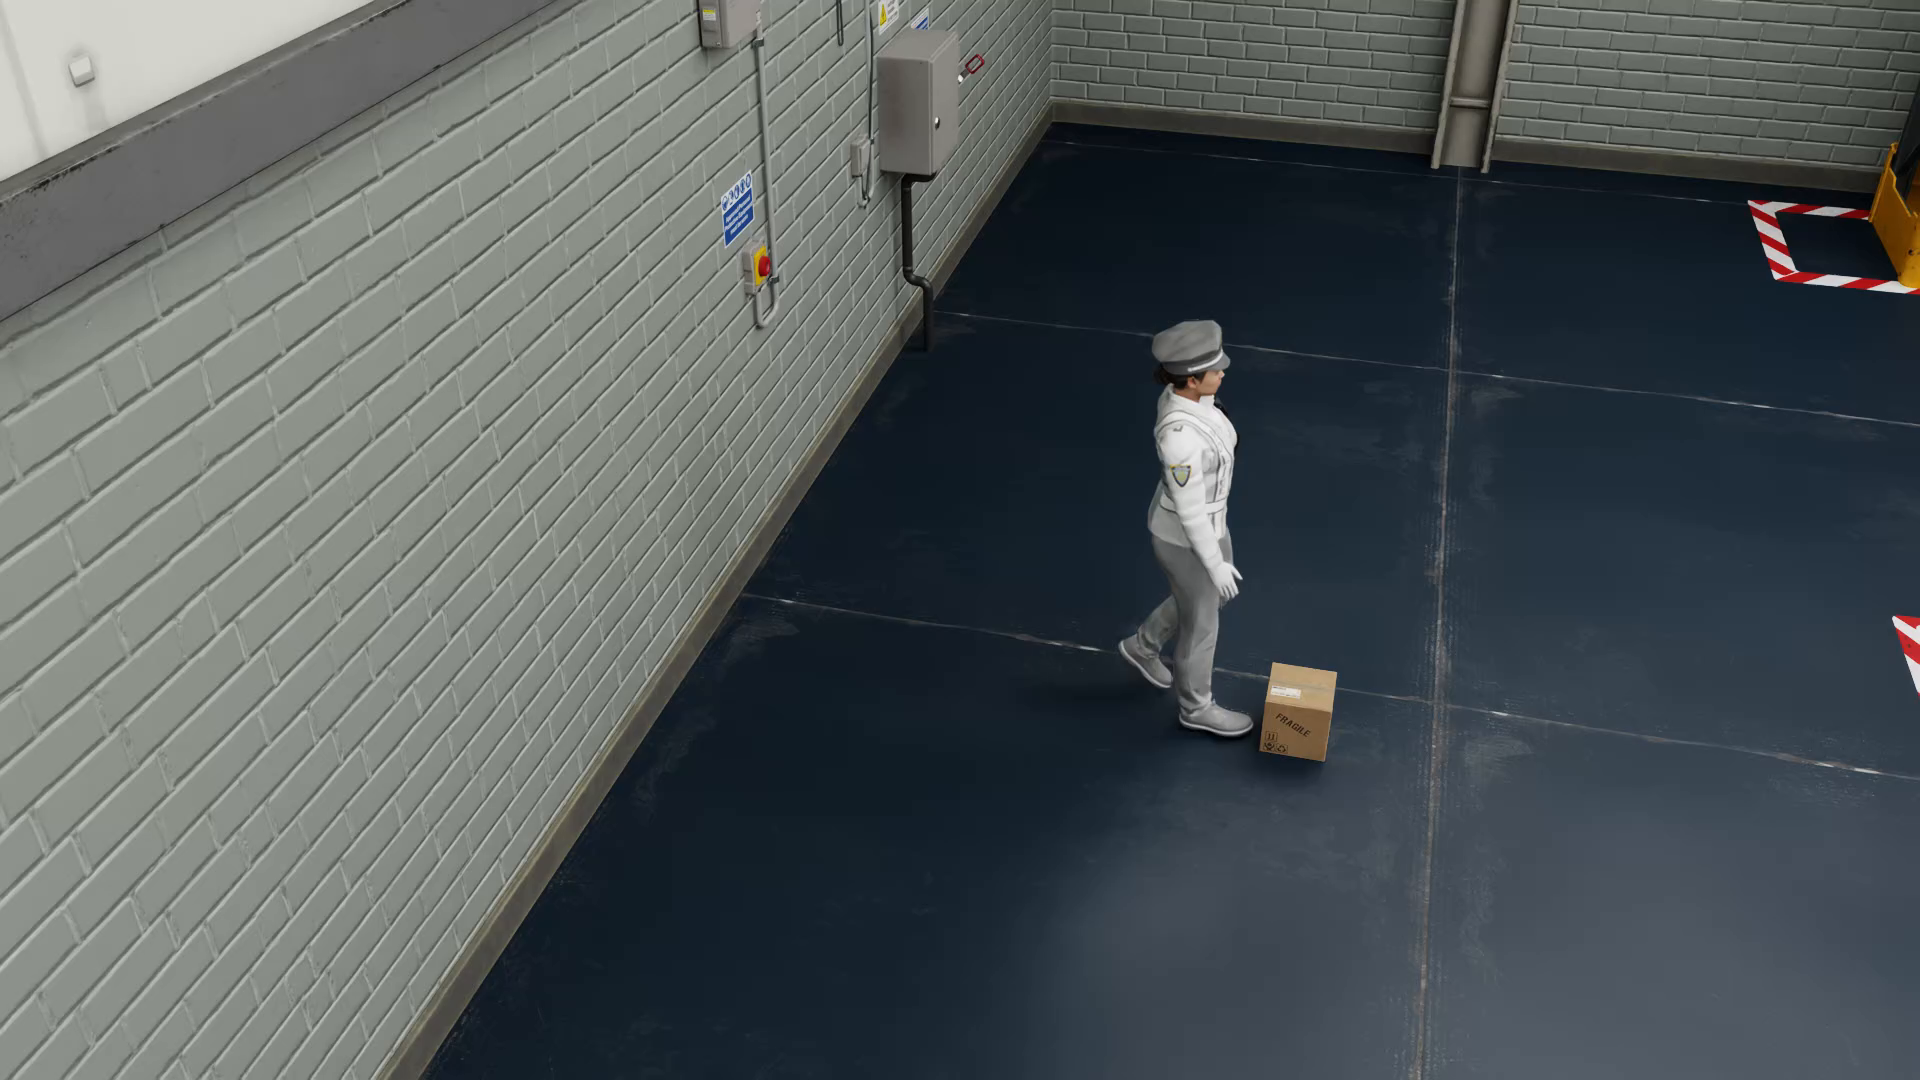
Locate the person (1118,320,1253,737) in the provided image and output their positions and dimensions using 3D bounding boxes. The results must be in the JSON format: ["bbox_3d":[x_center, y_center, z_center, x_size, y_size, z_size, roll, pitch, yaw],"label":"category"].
[{"bbox_3d":[0.889,-0.026,6.122,0.536,1.672,0.502,6,33,8],"label":"person"}]
